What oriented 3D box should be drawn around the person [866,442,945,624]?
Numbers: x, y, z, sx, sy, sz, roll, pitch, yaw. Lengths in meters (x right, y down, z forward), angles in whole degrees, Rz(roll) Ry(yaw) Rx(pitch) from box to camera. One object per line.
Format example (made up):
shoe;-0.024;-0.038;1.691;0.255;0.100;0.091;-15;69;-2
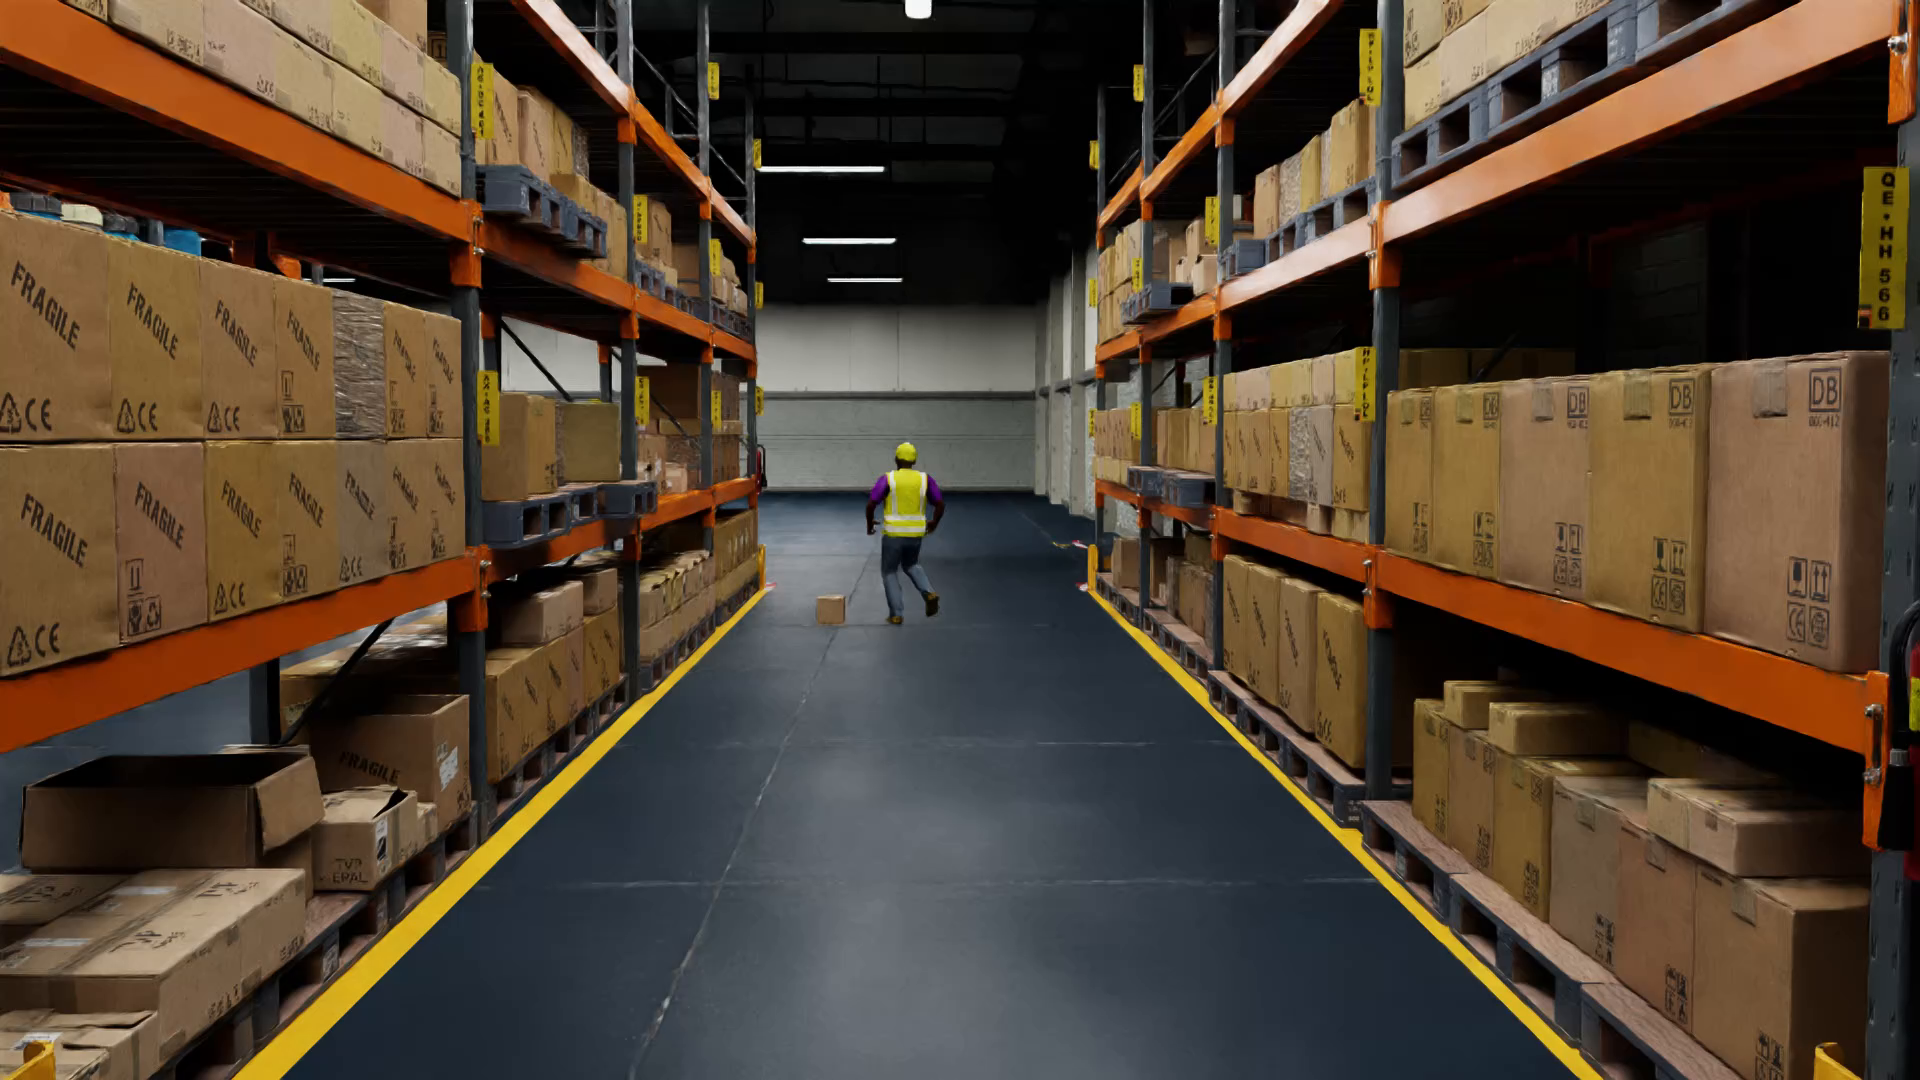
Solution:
person;-0.566;-0.067;15.866;0.756;1.730;0.503;-2;4;-26
